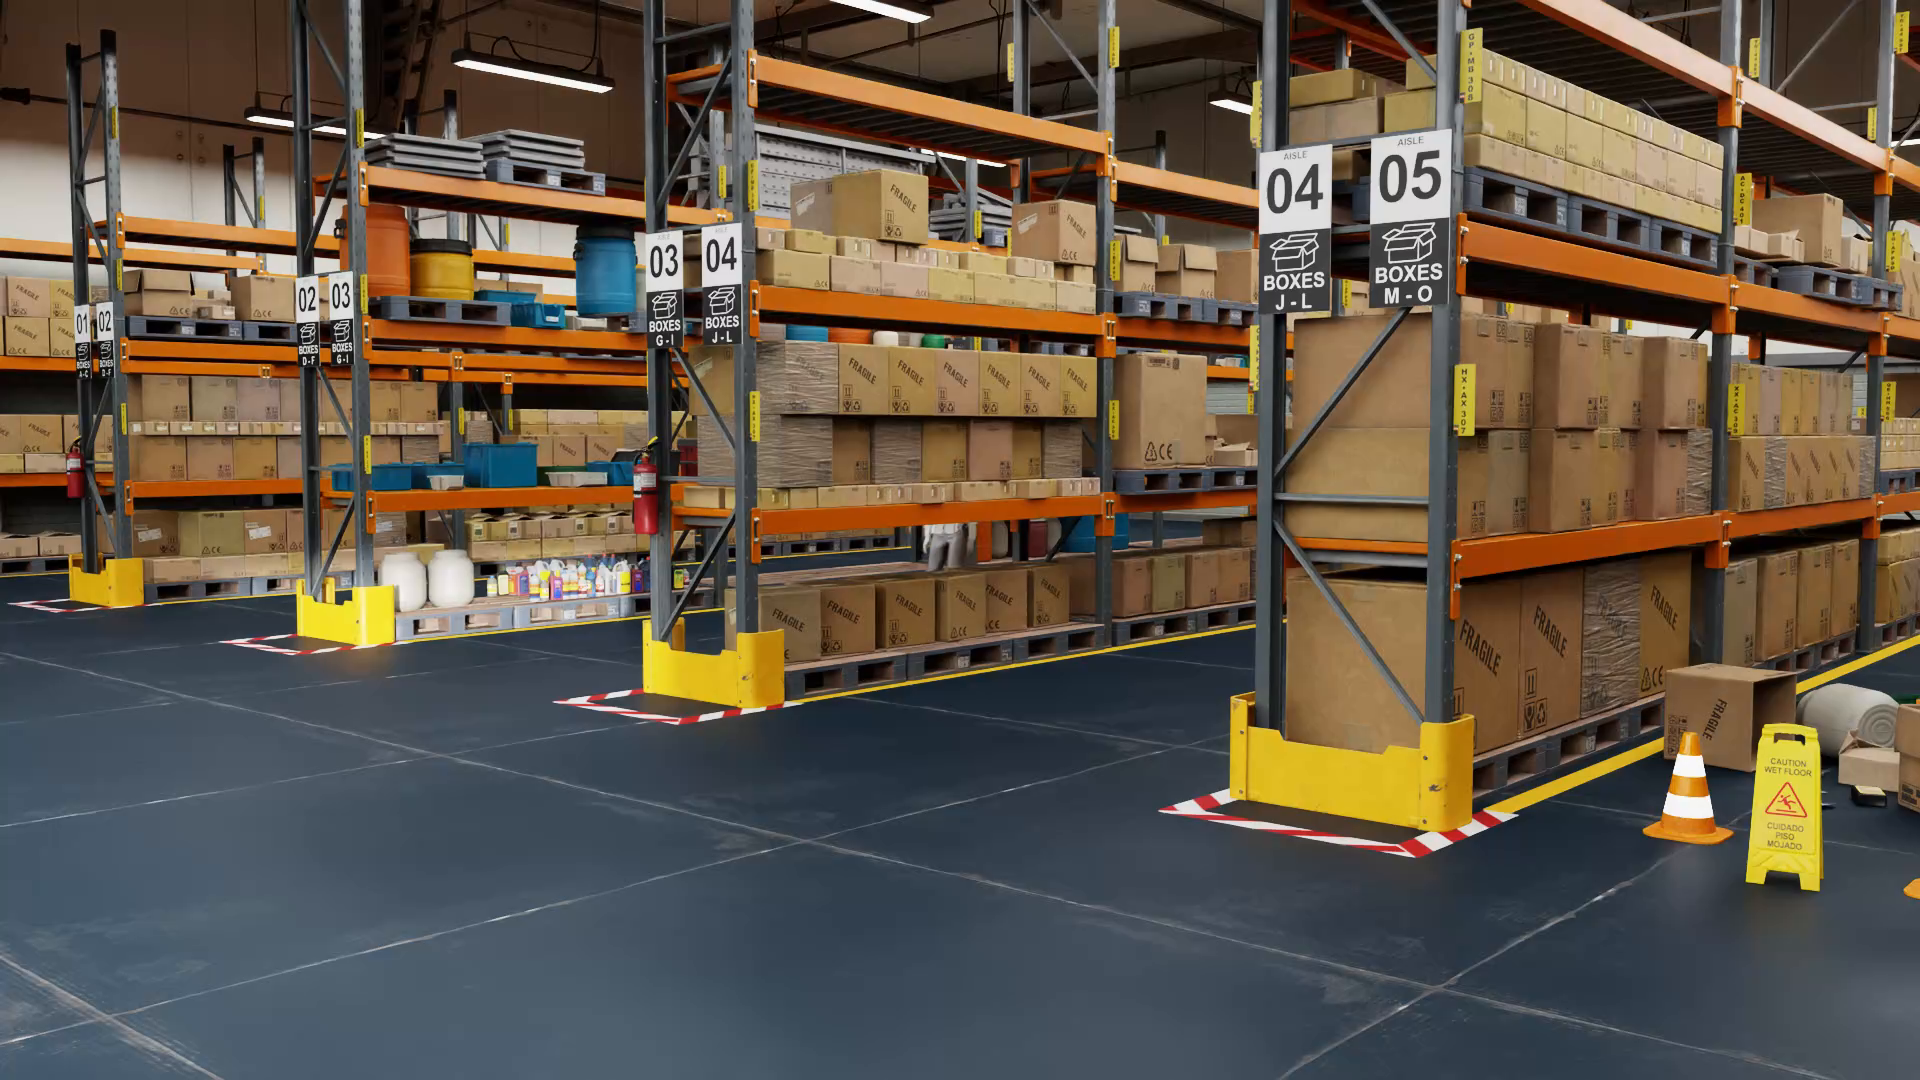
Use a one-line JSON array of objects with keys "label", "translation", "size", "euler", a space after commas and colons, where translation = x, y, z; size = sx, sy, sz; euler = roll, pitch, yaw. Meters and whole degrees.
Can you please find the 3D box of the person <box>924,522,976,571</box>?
[{"label": "person", "translation": [-0.126, -0.002, 15.606], "size": [0.509, 1.689, 0.541], "euler": [2, 4, 28]}]
